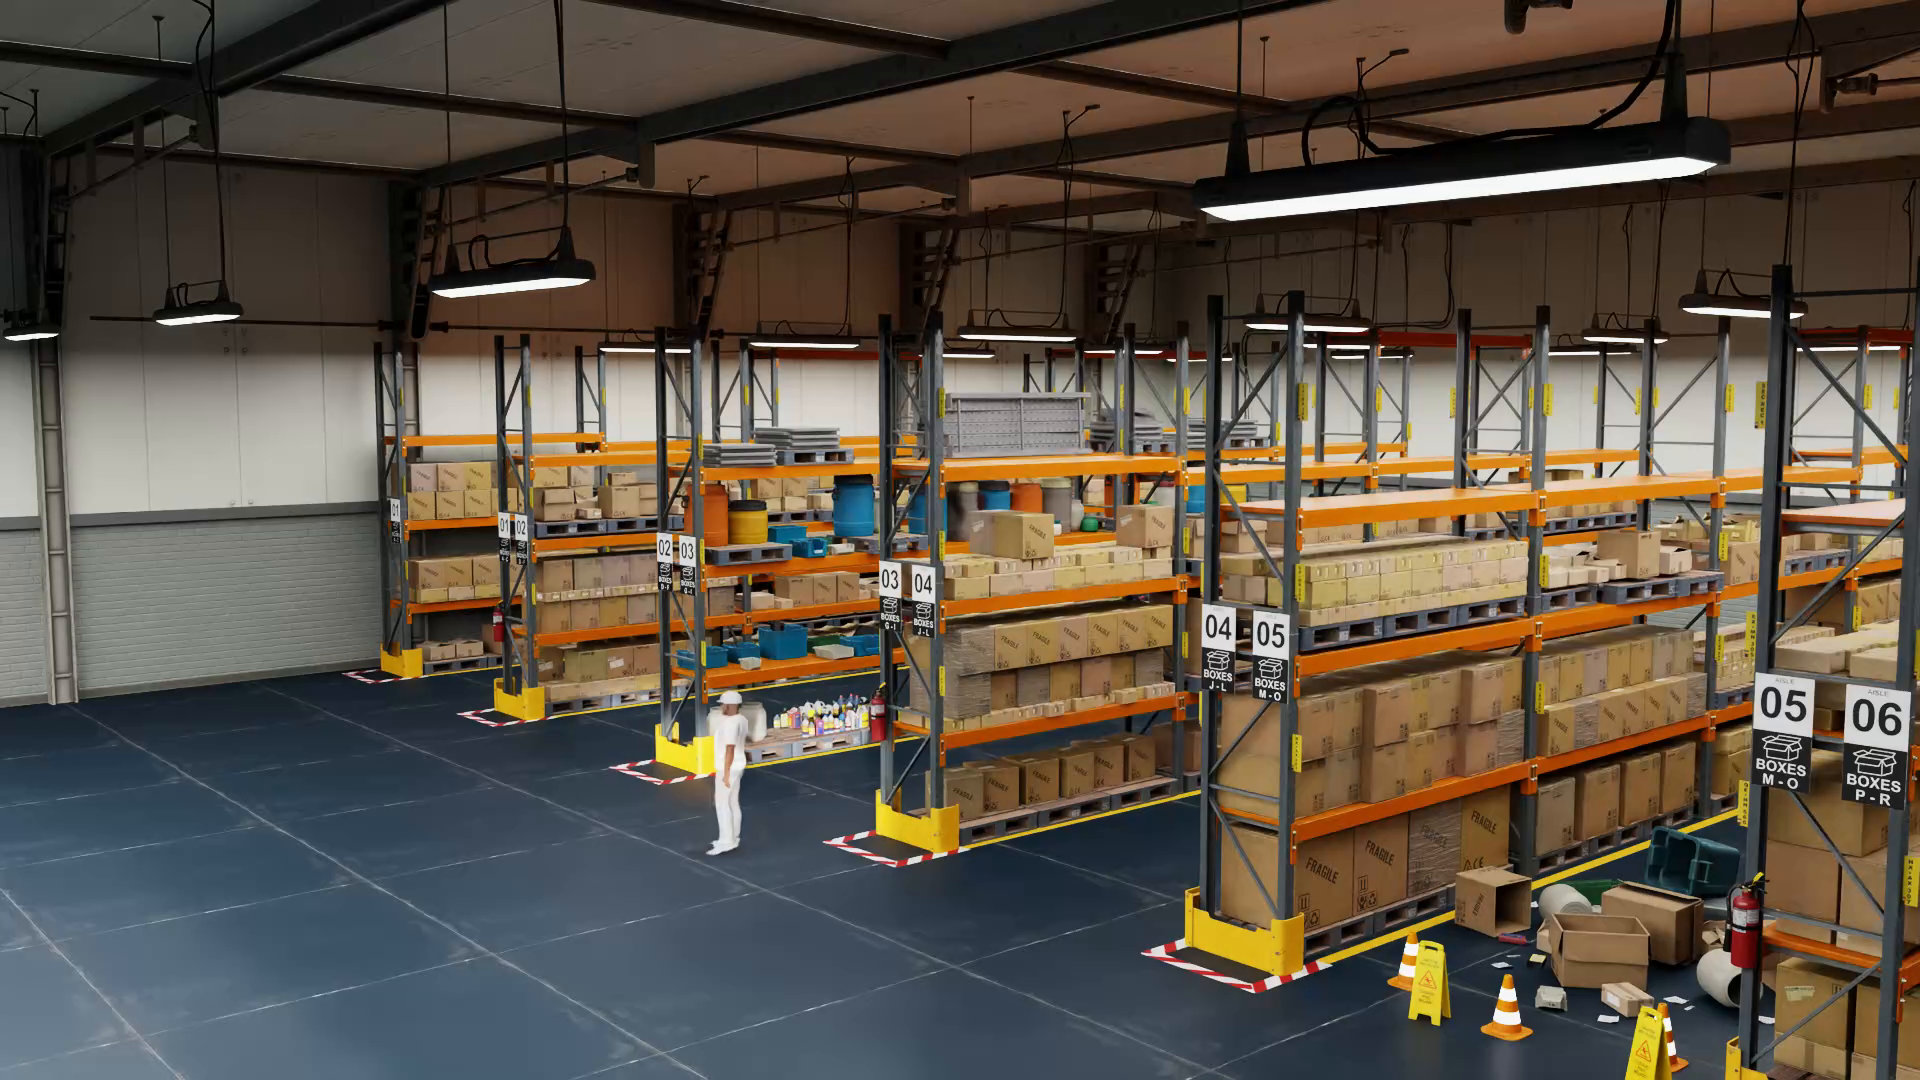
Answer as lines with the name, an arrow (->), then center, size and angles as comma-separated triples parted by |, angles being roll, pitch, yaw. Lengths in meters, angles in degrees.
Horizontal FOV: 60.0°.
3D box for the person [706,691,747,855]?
person -> -2.609, 2.594, 18.673 | 0.391, 1.805, 0.618 | 1, 5, 7
